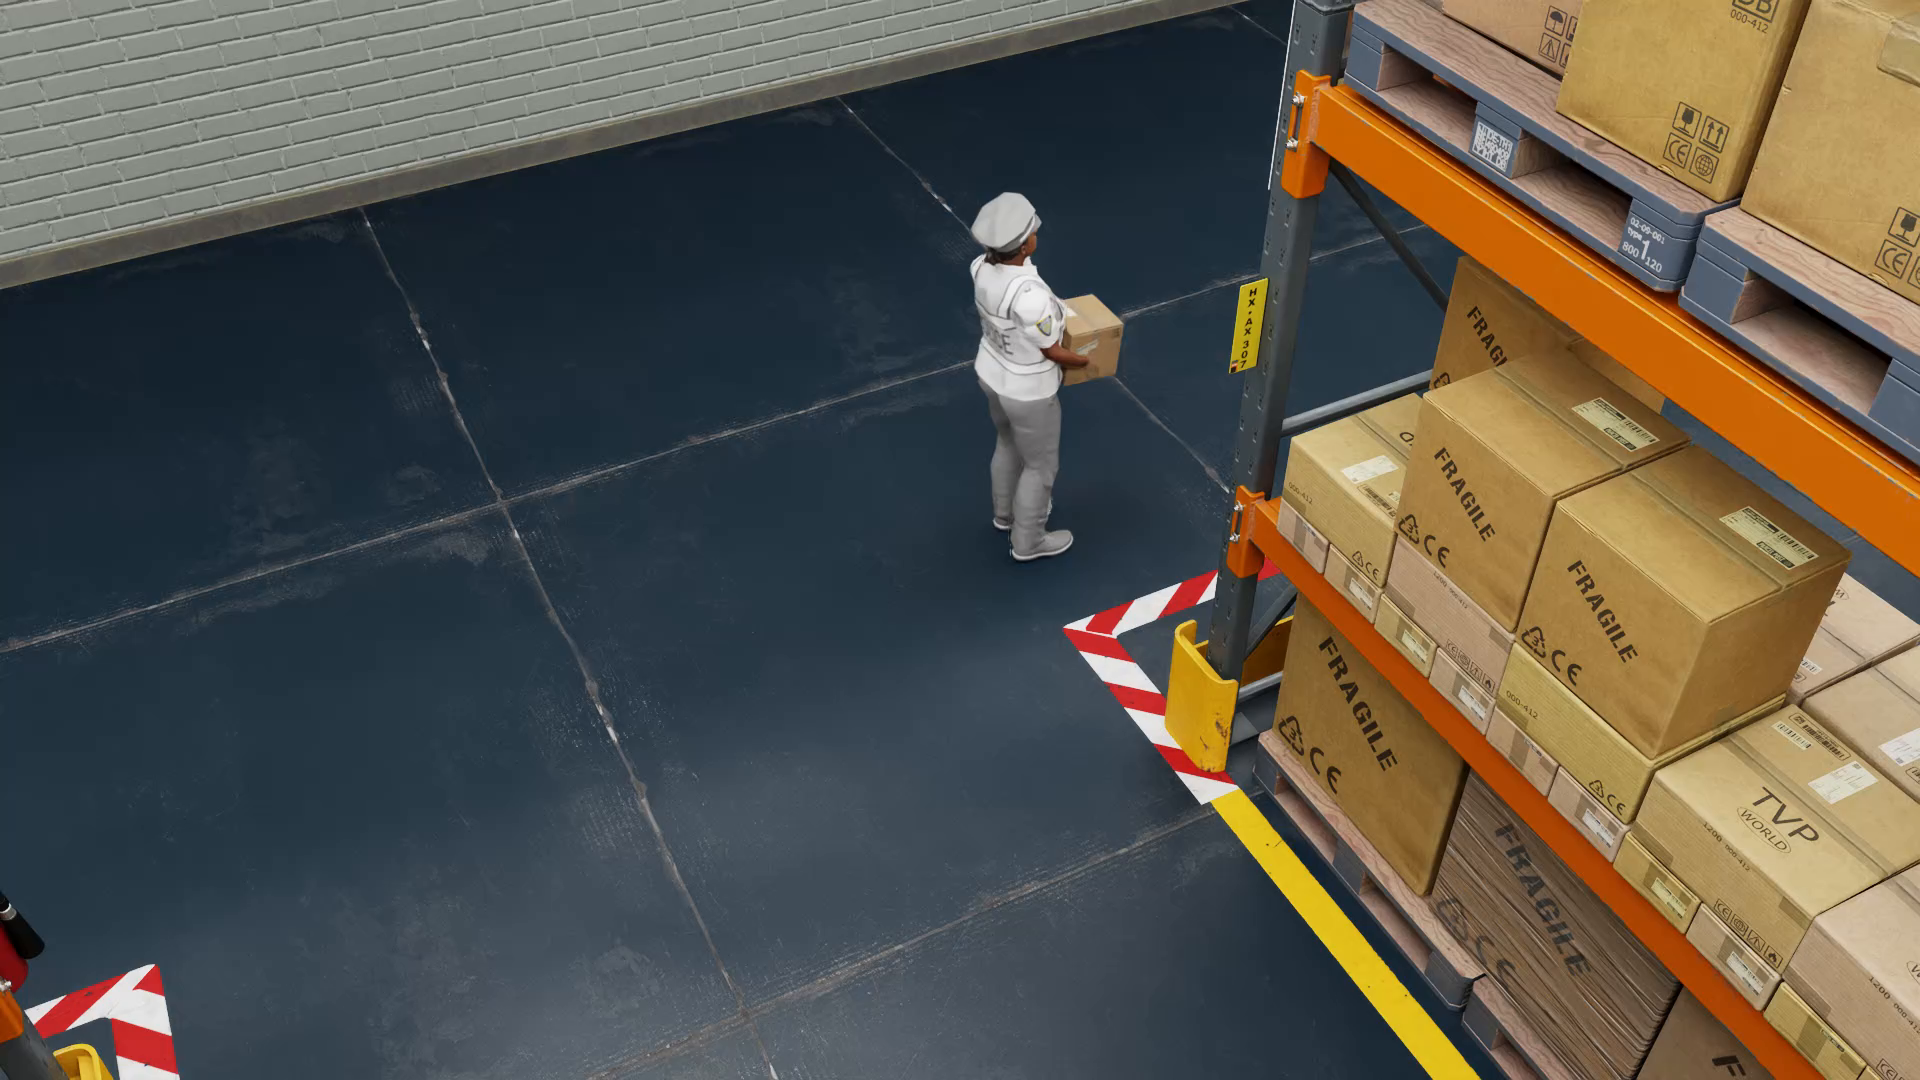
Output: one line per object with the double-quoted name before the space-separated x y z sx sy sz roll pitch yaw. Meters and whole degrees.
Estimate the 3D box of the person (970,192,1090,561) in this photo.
"person" 0.306 -0.690 6.911 0.530 1.697 0.455 -22 46 -23
